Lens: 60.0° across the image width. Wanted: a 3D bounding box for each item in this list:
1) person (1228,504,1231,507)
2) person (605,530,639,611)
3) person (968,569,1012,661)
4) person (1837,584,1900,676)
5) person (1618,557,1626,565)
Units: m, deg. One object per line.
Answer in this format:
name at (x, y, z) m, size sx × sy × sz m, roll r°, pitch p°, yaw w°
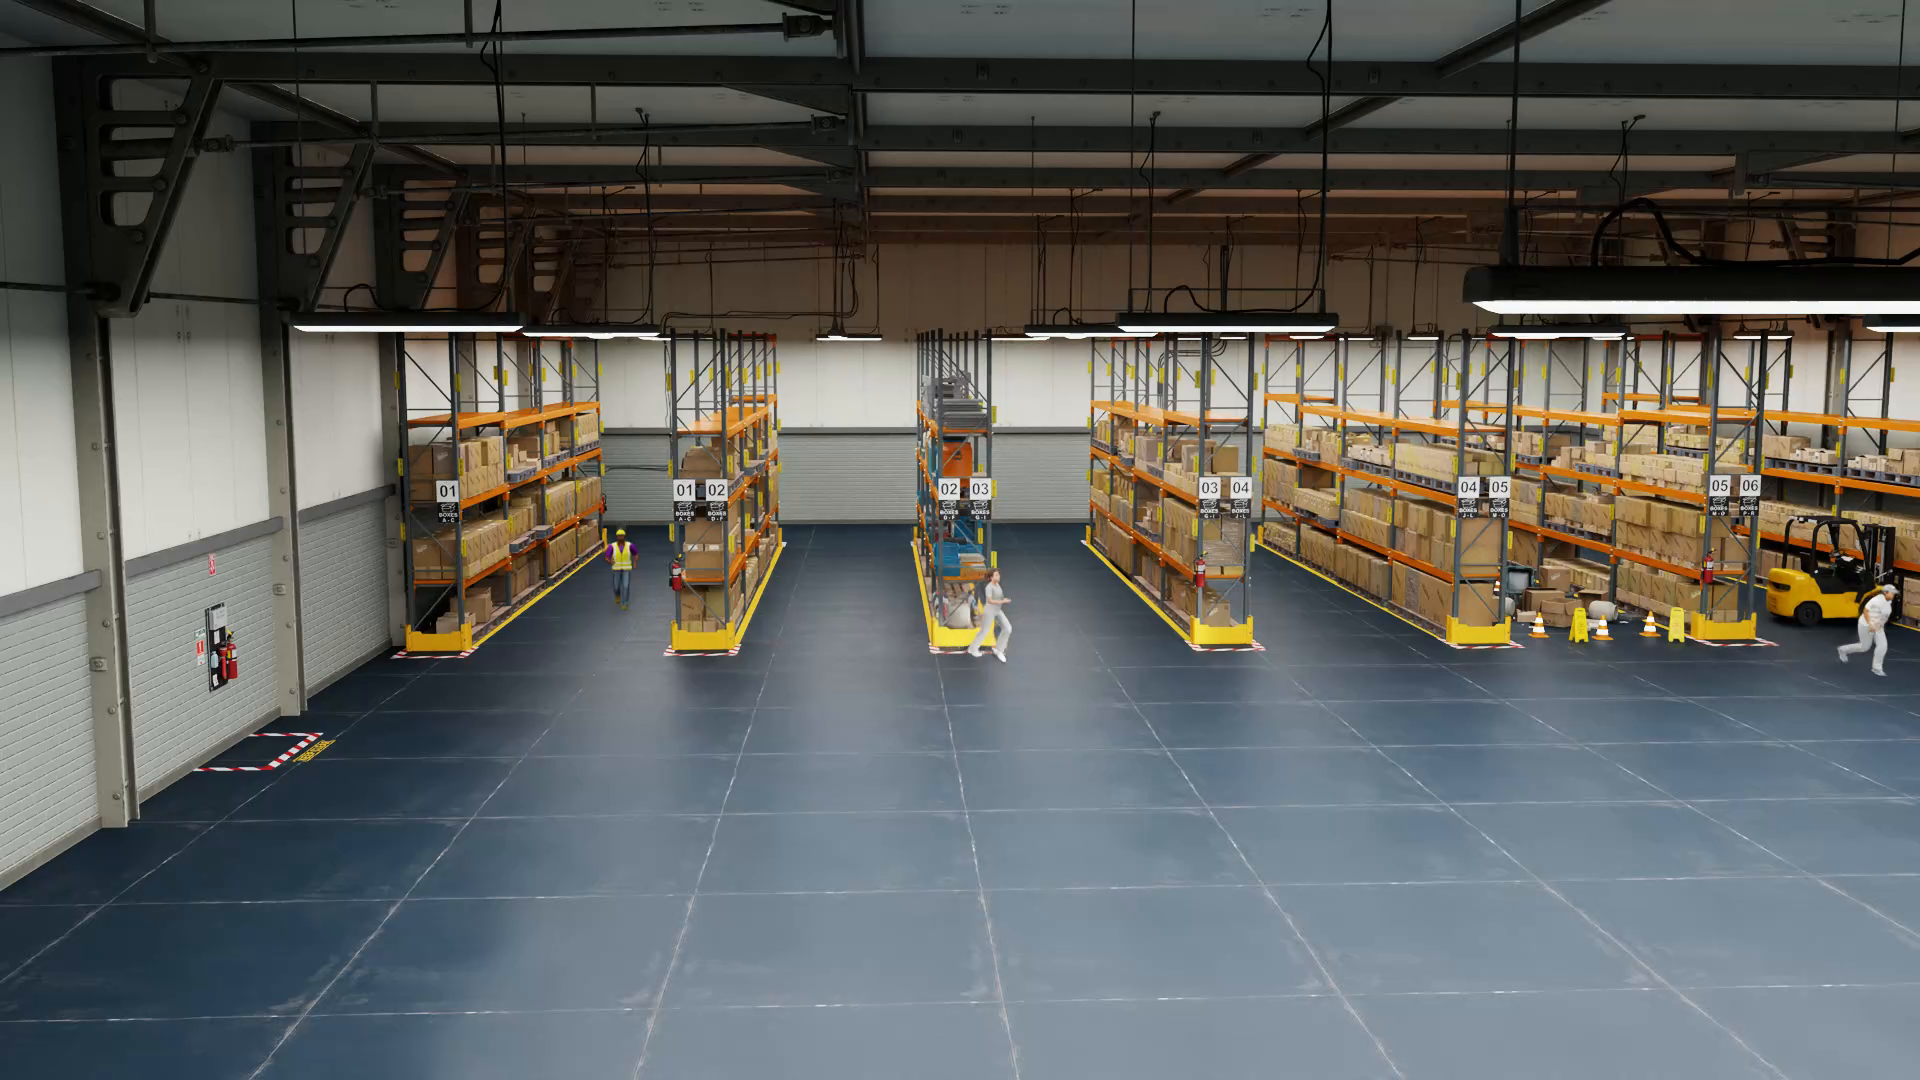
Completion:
person at (7.919, -0.791, 48.344) m, size 0.487 × 1.591 × 0.632 m, roll -7°, pitch 9°, yaw -44°
person at (-7.297, 0.638, 35.912) m, size 0.714 × 1.733 × 0.791 m, roll -1°, pitch 7°, yaw -12°
person at (0.573, 1.351, 30.133) m, size 0.868 × 1.688 × 0.570 m, roll 4°, pitch 8°, yaw 32°
person at (15.873, 1.544, 29.046) m, size 0.615 × 1.625 × 0.966 m, roll -5°, pitch 9°, yaw -38°
person at (16.257, 0.071, 40.418) m, size 0.671 × 1.783 × 0.871 m, roll 0°, pitch 7°, yaw -2°
